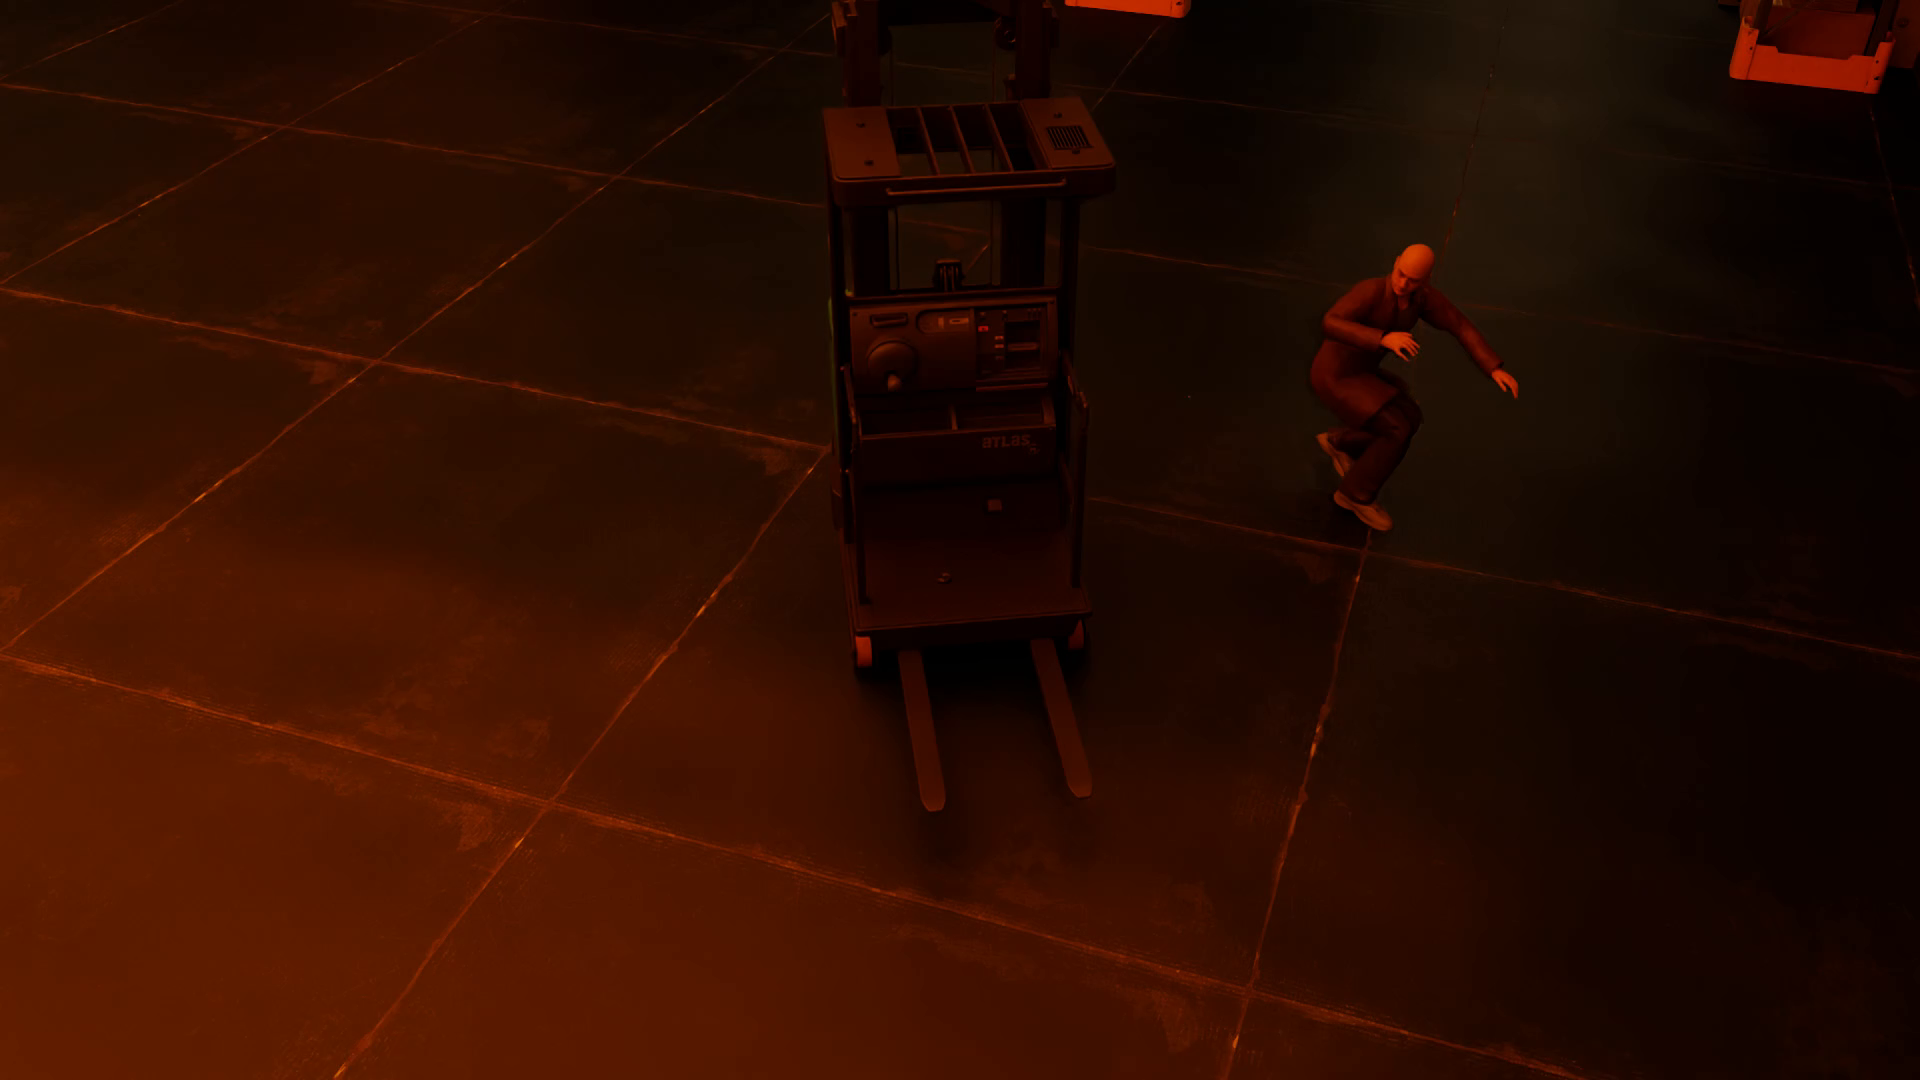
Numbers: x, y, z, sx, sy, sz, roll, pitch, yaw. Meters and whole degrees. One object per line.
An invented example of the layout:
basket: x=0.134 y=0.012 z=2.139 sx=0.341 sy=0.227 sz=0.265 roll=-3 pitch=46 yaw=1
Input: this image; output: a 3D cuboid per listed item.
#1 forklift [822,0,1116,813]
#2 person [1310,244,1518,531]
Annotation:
forklift: x=0.007 y=-0.810 z=7.253 sx=1.130 sy=2.935 sz=3.031 roll=-4 pitch=36 yaw=-6
person: x=2.254 y=-0.766 z=8.462 sx=0.991 sy=1.497 sz=0.844 roll=24 pitch=42 yaw=30
